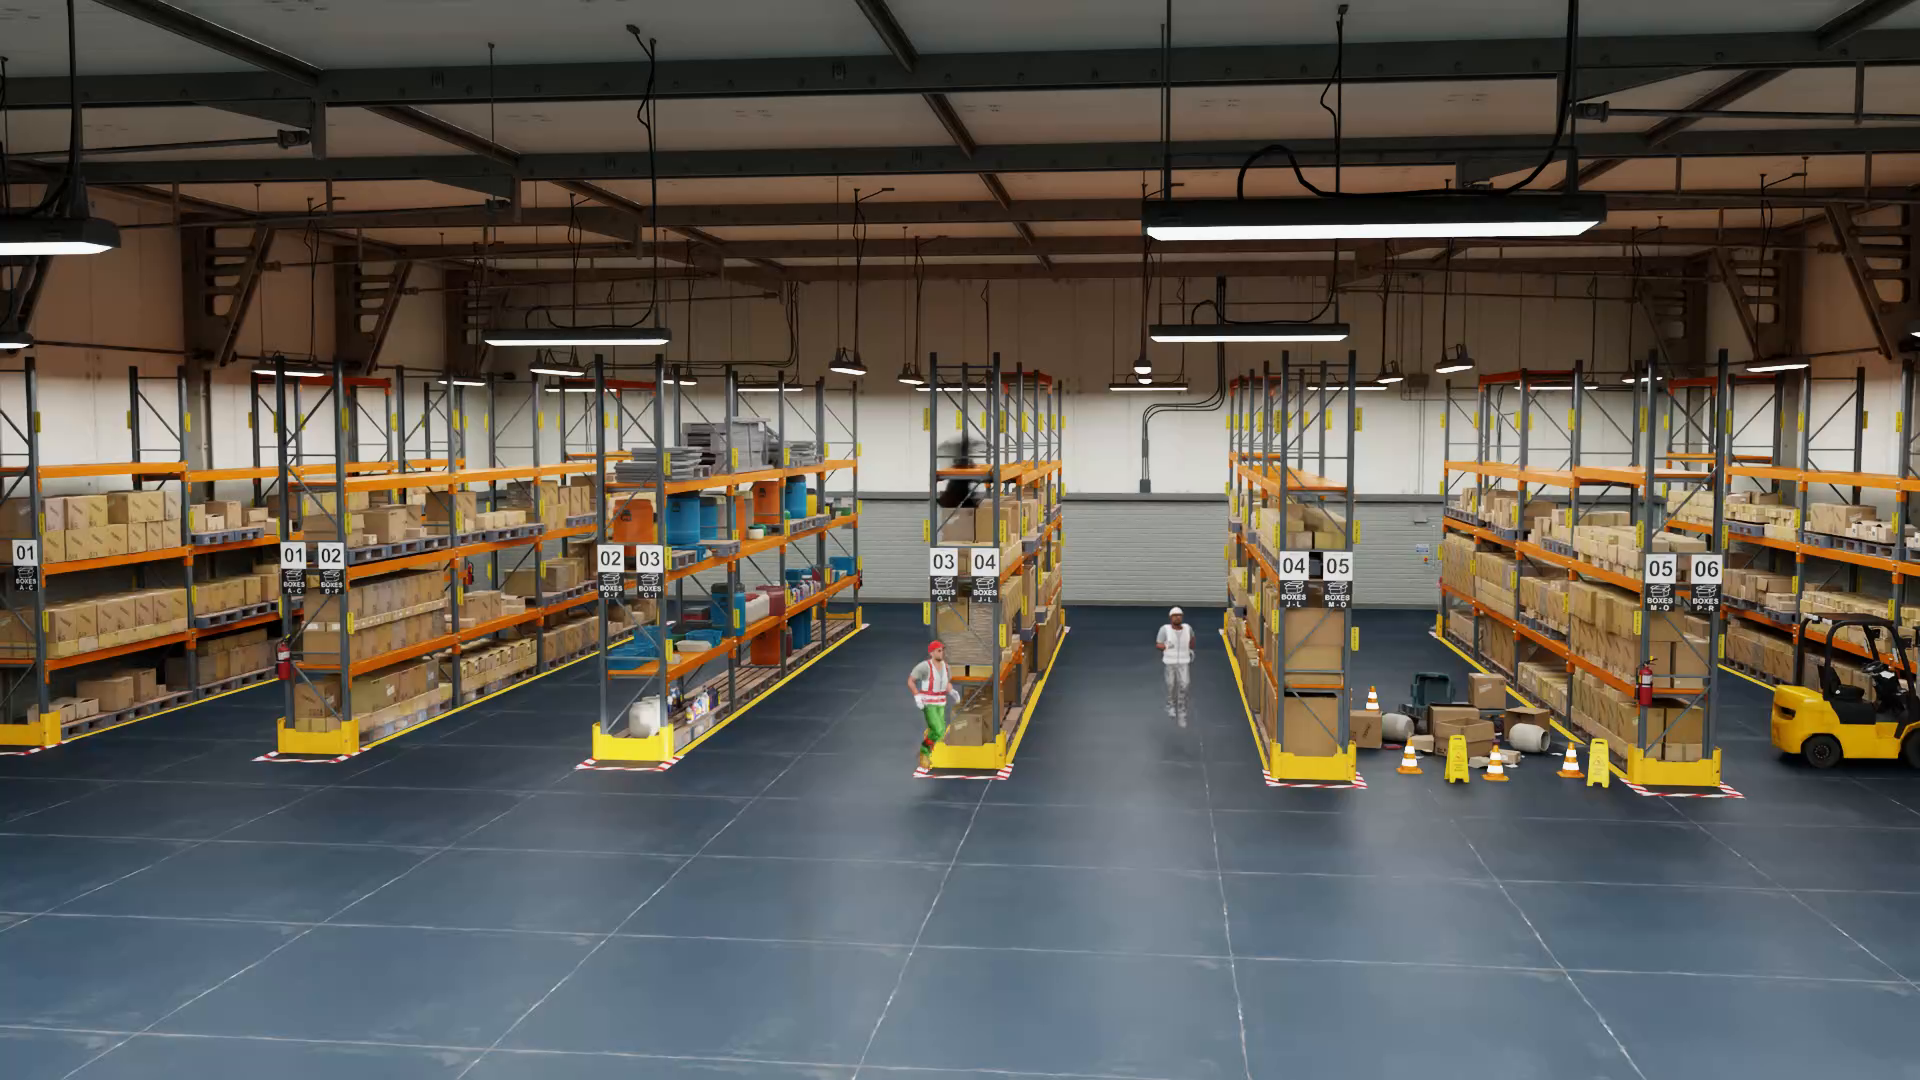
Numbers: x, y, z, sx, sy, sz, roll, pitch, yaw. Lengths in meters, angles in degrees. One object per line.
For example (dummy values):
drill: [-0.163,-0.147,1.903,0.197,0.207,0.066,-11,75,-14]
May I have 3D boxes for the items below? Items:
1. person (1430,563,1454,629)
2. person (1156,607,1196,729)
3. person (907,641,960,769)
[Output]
person: [11.760,1.339,40.121,0.857,1.720,0.701,2,5,28]
person: [3.408,2.001,26.124,0.659,1.889,0.697,0,4,0]
person: [-0.334,2.244,22.666,0.632,1.746,0.635,-4,5,-42]
